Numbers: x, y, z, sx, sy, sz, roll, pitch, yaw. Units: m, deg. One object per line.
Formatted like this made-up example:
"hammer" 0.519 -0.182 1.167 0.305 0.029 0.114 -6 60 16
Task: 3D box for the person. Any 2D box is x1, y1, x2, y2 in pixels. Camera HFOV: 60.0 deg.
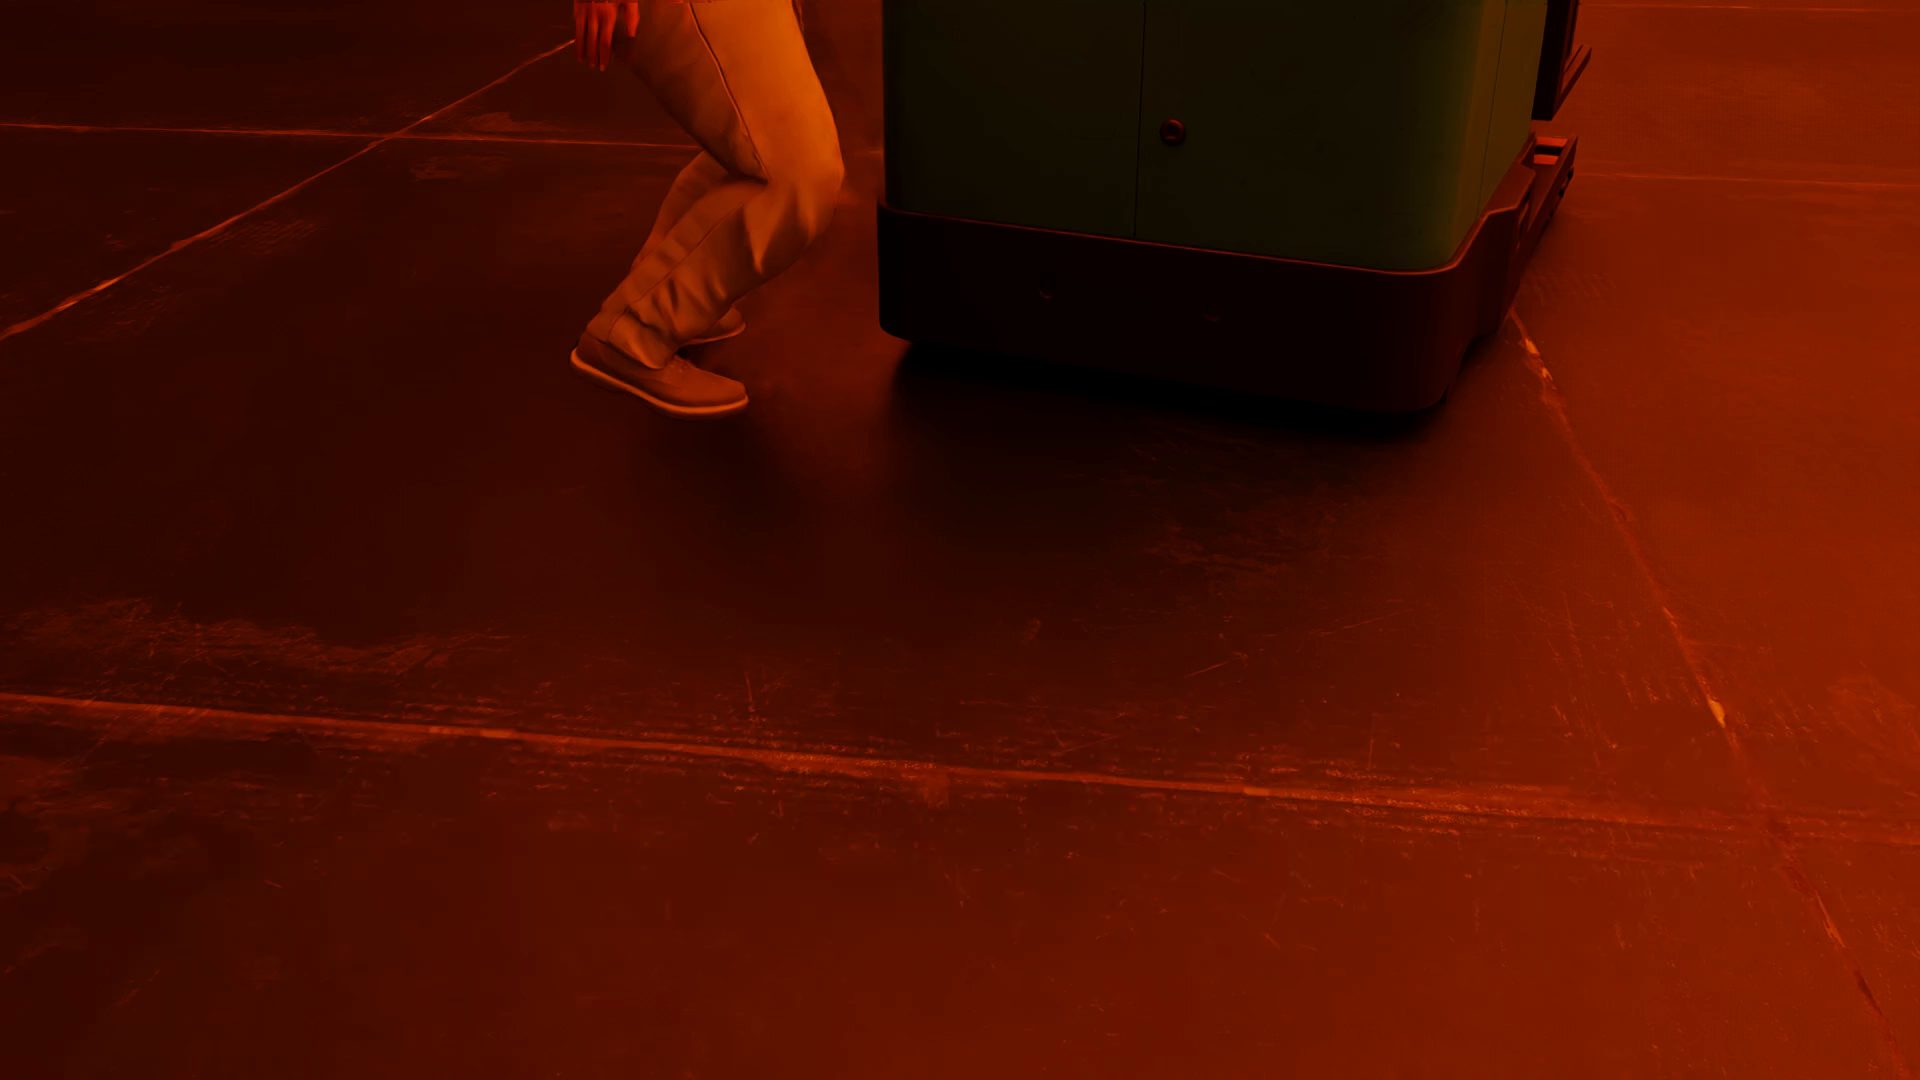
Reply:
"person" -0.427 -0.955 2.686 0.544 1.575 0.850 2 27 5

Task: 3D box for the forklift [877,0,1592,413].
"forklift" 0.914 -2.155 3.536 1.130 2.935 3.031 11 29 22
